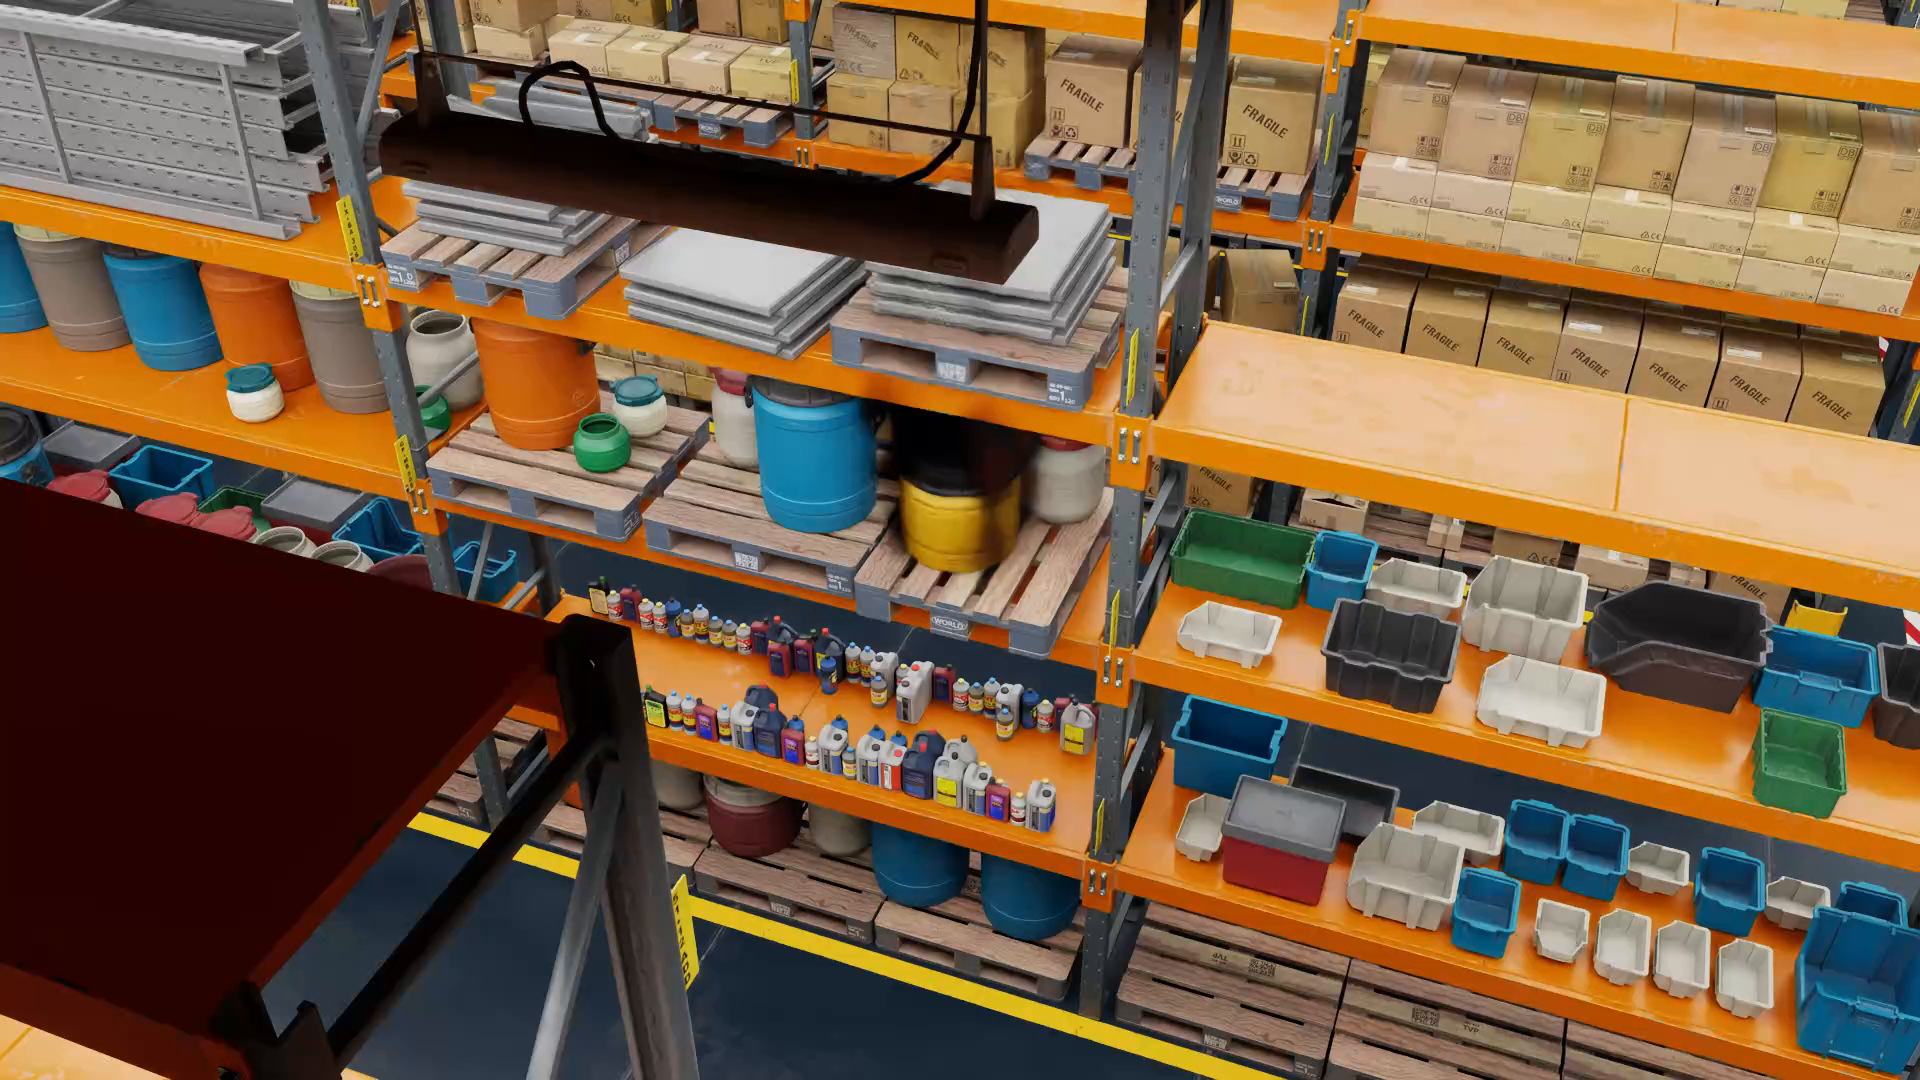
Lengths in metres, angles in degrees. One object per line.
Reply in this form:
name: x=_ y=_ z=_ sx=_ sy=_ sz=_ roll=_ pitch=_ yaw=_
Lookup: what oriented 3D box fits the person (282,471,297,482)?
person: x=-4.869 y=-0.458 z=12.551 sx=0.763 sy=1.828 sz=0.638 roll=13 pitch=39 yaw=17
